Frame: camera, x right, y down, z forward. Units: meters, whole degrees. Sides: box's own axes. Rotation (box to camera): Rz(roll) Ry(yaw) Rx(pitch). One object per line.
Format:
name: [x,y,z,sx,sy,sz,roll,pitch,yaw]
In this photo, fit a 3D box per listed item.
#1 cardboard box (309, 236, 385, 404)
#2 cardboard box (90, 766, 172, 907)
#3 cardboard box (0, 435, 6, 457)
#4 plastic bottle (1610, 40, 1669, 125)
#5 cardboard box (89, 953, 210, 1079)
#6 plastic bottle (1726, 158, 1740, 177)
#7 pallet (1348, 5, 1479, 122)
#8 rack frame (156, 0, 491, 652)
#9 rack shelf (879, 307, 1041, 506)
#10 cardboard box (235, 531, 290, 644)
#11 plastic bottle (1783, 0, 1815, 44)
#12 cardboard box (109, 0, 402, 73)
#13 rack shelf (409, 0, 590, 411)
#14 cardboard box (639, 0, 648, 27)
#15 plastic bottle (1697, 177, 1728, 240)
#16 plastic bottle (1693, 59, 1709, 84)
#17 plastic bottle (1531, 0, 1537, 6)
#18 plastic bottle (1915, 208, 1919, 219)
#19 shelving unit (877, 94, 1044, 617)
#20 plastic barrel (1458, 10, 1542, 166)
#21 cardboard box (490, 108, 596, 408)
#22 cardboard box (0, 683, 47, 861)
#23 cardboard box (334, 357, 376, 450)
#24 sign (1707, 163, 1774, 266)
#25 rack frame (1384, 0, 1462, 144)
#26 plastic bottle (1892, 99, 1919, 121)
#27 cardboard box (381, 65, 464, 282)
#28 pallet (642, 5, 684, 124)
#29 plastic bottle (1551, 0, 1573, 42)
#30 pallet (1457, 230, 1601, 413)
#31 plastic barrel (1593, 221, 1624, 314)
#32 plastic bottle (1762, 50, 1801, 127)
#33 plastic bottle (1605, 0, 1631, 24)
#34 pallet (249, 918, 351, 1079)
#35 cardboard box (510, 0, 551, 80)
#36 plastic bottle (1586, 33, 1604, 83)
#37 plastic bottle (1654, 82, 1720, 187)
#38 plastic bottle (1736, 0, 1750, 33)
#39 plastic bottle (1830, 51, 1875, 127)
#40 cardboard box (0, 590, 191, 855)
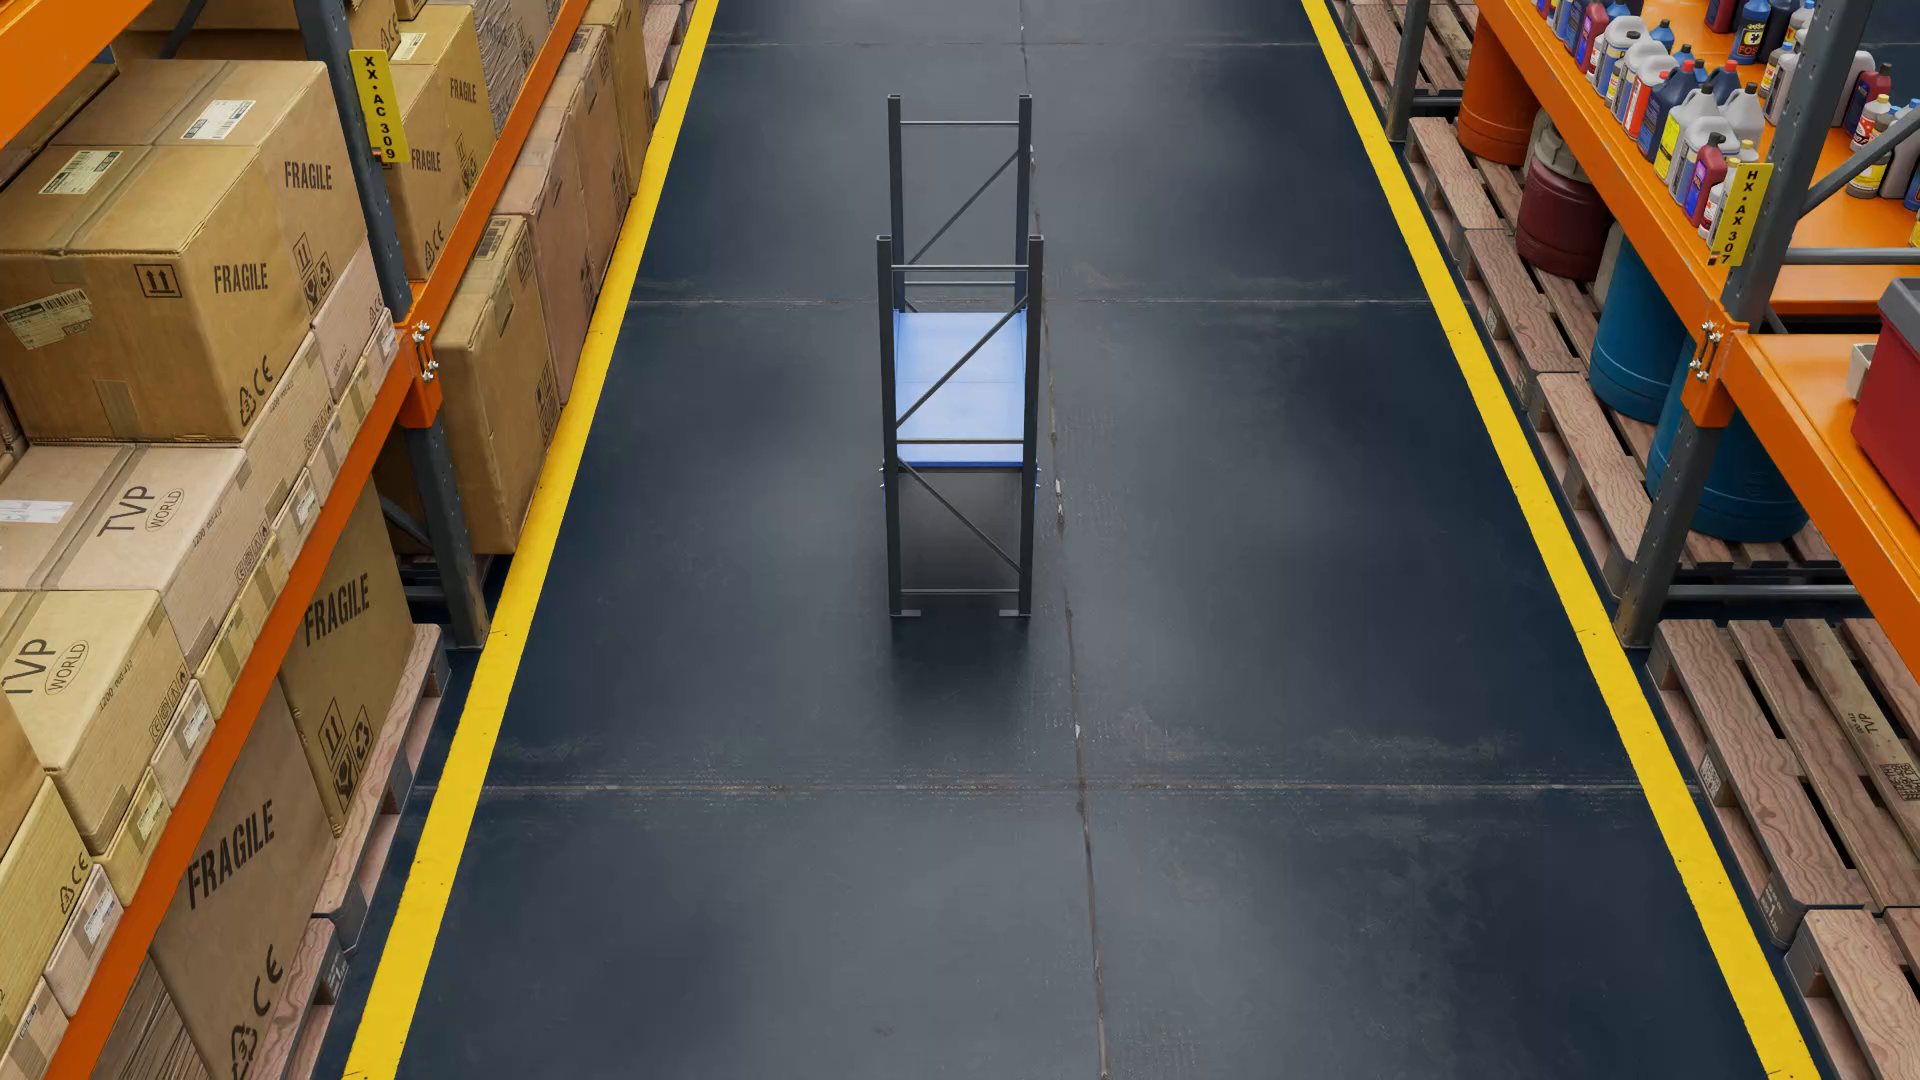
cardboard box: [-1.891,-0.605,4.488,0.500,0.250,0.500,-1,39,-1]
cardboard box: [-1.822,0.592,3.313,0.380,0.149,0.250,-1,39,-1]
cardboard box: [-2.410,-0.240,3.433,0.500,0.500,0.500,-1,39,-1]
plastic bottle: [2.475,-1.652,6.013,0.152,0.276,0.135,0,39,0]
cardboard box: [-2.231,1.374,3.500,0.875,0.875,0.875,0,39,0]
plastic bottle: [2.509,-1.151,5.447,0.097,0.201,0.097,0,39,0]
pallet: [2.833,-2.724,9.481,1.003,0.211,1.213,0,39,0]
rack frame: [-2.153,-0.823,4.878,1.000,3.000,0.127,0,39,0]
rack shelf: [0.000,-0.498,5.960,0.538,0.185,1.000,0,39,0]
cardboard box: [-1.824,0.109,3.916,0.380,0.149,0.250,1,39,1]
plastic bottle: [3.206,-1.924,6.355,0.097,0.271,0.097,0,39,0]
cardboard box: [-2.162,-1.653,5.032,0.797,0.503,0.637,-1,39,-1]
rack shelf: [-2.156,-1.793,6.664,1.077,0.370,4.000,0,39,0]
cardboard box: [-2.192,-3.287,9.600,0.700,0.500,0.500,-3,39,-4]
plastic bottle: [2.448,-1.068,5.343,0.097,0.201,0.097,0,39,0]
plastic bottle: [2.599,-1.578,5.924,0.097,0.271,0.097,0,39,0]
plastic bottle: [2.446,-2.356,6.895,0.097,0.271,0.097,0,39,0]
plastic bottle: [3.207,-1.134,5.426,0.097,0.201,0.097,0,39,0]
shelving unit: [0.000,-0.639,5.848,0.538,1.500,1.048,0,39,0]
plastic barrel: [2.812,-2.339,8.170,0.600,0.830,0.708,0,39,0]
cardboard box: [-2.176,-1.117,6.608,1.225,0.875,0.875,-1,39,-2]
cardboard box: [-1.887,0.391,2.646,0.500,0.500,0.500,-1,39,-1]
cardboard box: [-1.825,-0.373,4.518,0.380,0.149,0.250,1,39,1]
sign: [2.249,-0.935,4.797,0.100,0.325,0.005,0,39,0]
rack frame: [2.795,-3.328,8.004,1.000,3.000,0.127,0,39,0]
plastic bottle: [3.207,-1.367,5.661,0.097,0.271,0.097,0,39,0]
cardboard box: [-1.904,-1.150,5.206,0.500,0.500,0.500,0,39,0]
pallet: [-2.158,-2.725,9.482,1.003,0.211,1.213,0,39,0]
plastic bottle: [2.474,-2.142,6.623,0.152,0.276,0.135,0,39,0]
pallet: [2.836,-0.986,7.311,1.003,0.211,1.213,0,39,0]
plastic barrel: [2.904,-1.156,6.947,0.421,0.512,0.421,0,39,0]
plastic bottle: [3.027,-1.647,6.006,0.152,0.276,0.135,0,39,0]
plastic bottle: [2.508,-1.952,6.390,0.097,0.271,0.097,0,39,0]
pallet: [-2.227,1.506,4.203,1.003,0.211,1.213,0,39,0]
cardboard box: [-1.911,-2.100,6.392,0.500,0.500,0.500,1,39,1]
plastic bottle: [2.447,-1.841,6.307,0.097,0.201,0.097,0,39,0]
plastic bottle: [2.471,-1.382,5.615,0.144,0.351,0.185,0,39,0]
plastic bottle: [3.163,-2.116,6.585,0.061,0.283,0.133,0,39,0]
plastic bottle: [3.179,-1.647,6.006,0.152,0.276,0.135,0,39,0]
cardboard box: [-1.889,0.355,3.291,0.500,0.250,0.500,-1,39,-1]
